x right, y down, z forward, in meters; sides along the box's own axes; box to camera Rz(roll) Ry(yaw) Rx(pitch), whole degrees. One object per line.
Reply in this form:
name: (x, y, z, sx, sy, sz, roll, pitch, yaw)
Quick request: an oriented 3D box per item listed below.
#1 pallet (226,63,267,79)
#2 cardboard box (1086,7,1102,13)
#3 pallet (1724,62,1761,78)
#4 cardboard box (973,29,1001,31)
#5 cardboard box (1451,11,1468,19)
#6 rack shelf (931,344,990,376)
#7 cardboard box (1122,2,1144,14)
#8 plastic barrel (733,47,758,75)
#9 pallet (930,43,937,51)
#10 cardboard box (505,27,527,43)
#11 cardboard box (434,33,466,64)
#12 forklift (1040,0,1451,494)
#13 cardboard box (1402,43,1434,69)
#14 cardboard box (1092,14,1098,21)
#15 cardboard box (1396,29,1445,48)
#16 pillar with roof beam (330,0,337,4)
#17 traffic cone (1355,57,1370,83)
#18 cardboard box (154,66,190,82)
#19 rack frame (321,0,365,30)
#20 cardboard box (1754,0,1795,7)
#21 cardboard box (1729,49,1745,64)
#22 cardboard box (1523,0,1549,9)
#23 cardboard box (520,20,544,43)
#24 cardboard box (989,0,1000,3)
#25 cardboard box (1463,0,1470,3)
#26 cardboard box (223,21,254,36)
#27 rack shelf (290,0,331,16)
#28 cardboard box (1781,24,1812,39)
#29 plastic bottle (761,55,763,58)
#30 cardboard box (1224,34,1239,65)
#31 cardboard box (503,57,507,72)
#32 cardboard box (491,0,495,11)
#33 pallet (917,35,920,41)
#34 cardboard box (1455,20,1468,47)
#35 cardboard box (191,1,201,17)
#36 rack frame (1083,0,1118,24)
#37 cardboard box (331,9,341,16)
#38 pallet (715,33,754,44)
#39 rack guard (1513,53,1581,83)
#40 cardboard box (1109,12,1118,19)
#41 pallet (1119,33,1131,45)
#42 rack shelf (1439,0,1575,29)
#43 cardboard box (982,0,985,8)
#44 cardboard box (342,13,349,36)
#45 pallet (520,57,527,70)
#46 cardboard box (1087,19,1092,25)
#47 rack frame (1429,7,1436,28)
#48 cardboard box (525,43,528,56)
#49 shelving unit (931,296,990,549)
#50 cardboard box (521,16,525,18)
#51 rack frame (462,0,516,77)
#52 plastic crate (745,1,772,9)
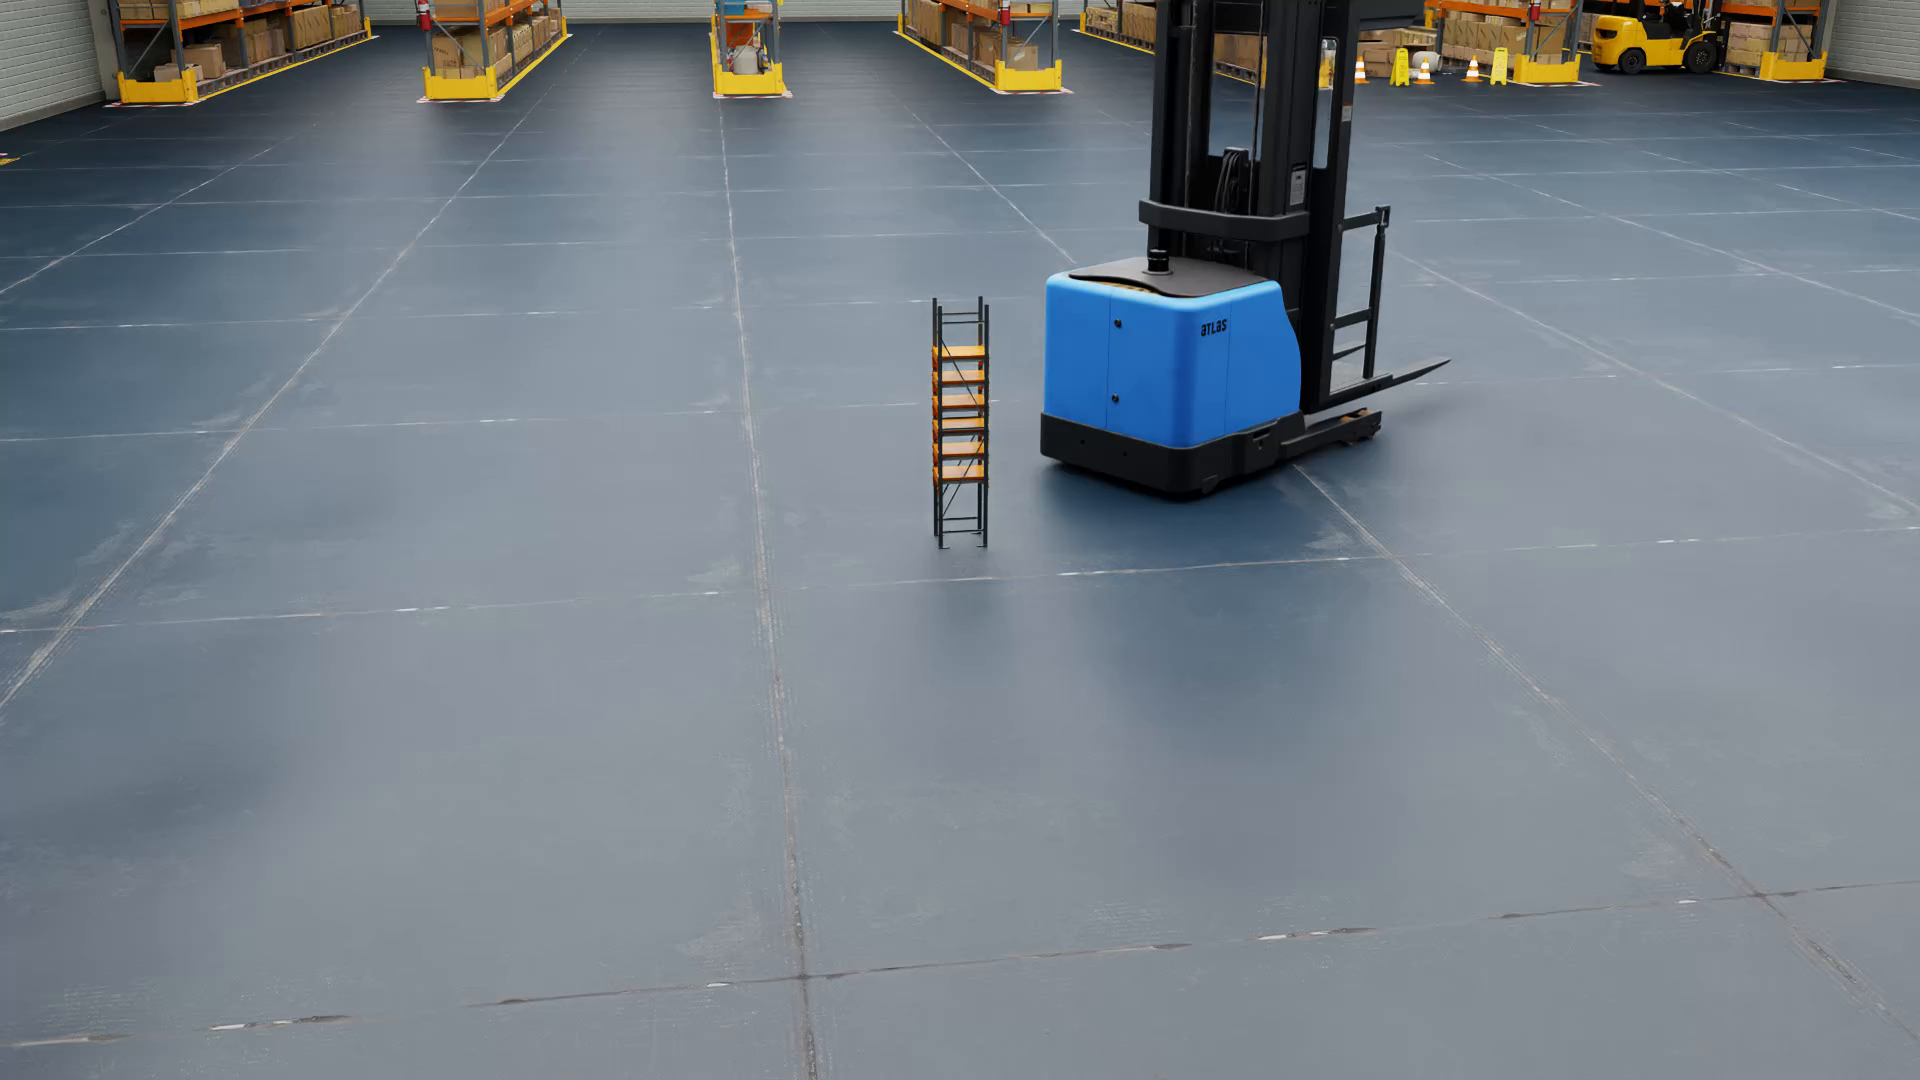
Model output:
pallet: (-14.156, -9.121, 32.337, 1.003, 0.211, 1.213, -3, 21, -8)
cardboard box: (3.595, -14.219, 44.624, 0.380, 0.149, 0.250, -4, 21, -10)
pallet: (15.805, -9.231, 32.629, 1.003, 0.211, 1.213, -3, 21, -8)
cardboard box: (0.545, -10.323, 34.511, 0.700, 0.500, 0.500, -3, 21, -8)
cardboard box: (10.246, -10.707, 33.928, 0.380, 0.149, 0.250, -3, 21, -7)
rack shelf: (0.002, -0.853, 7.882, 0.258, 0.103, 0.180, -3, 21, -8)
cardboard box: (4.277, -13.001, 40.638, 0.500, 0.250, 0.500, -4, 21, -10)
plastic barrel: (-3.832, -8.528, 29.718, 0.421, 0.512, 0.421, 0, 20, 0)
pallet: (-0.126, -11.685, 39.199, 1.003, 0.211, 1.213, -3, 21, -8)
cardboard box: (-9.247, -10.442, 34.416, 0.500, 0.311, 0.500, -3, 21, -8)
cardboard box: (-9.095, -8.801, 29.750, 0.500, 0.500, 0.500, -3, 21, -8)
forklift: (1.849, -2.040, 9.488, 3.031, 2.935, 1.130, -19, 28, -41)
cardboard box: (9.277, -9.798, 33.732, 0.500, 0.500, 0.500, 12, 24, 30)
cardboard box: (3.713, -13.812, 43.958, 0.380, 0.149, 0.250, -2, 21, -6)
cardboard box: (10.182, -11.044, 36.654, 0.950, 0.372, 0.625, -2, 21, -6)
pillar with roof beam: (-12.757, -18.232, 44.169, 9.100, 9.000, 0.400, -3, 21, -8)
traffic cone: (7.491, -8.805, 31.130, 0.336, 0.463, 0.334, -3, 21, -8)
cardboard box: (-13.476, -7.964, 28.466, 0.500, 0.311, 0.500, -5, 21, -14)
rack frame: (-15.772, -14.313, 42.251, 1.000, 3.000, 0.127, -3, 21, -8)
cardboard box: (15.626, -10.478, 31.841, 0.500, 0.500, 0.500, -3, 21, -9)
cardboard box: (15.514, -9.502, 32.701, 0.500, 0.250, 0.500, -3, 21, -8)
cardboard box: (10.780, -10.024, 31.126, 0.380, 0.149, 0.250, -2, 21, -6)
cardboard box: (-9.729, -11.537, 37.762, 0.500, 0.500, 0.500, -4, 21, -10)
cardboard box: (0.996, -10.068, 30.317, 0.875, 0.500, 0.500, -3, 21, -8)
cardboard box: (10.355, -10.902, 33.477, 0.380, 0.149, 0.250, -2, 21, -6)
cardboard box: (-14.310, -10.131, 32.926, 0.500, 0.250, 0.500, -4, 21, -9)
rack shelf: (-14.907, -11.899, 36.815, 1.077, 0.370, 4.000, -3, 21, -8)
cardboard box: (16.075, -9.827, 32.141, 0.500, 0.250, 0.500, -3, 21, -9)
plastic bottle: (-3.708, -9.068, 31.478, 0.097, 0.271, 0.097, 0, 20, 0)
cardboard box: (5.741, -9.791, 32.581, 0.875, 0.875, 0.875, -3, 21, -7)
cardboard box: (-8.709, -8.823, 30.880, 0.500, 0.250, 0.500, -3, 21, -8)
cardboard box: (-8.920, -9.947, 30.418, 0.700, 0.500, 0.500, -3, 21, -7)
pallet: (-0.523, -12.639, 41.753, 1.003, 0.211, 1.213, -3, 21, -8)
cardboard box: (10.376, -10.265, 33.670, 0.500, 0.500, 0.500, -2, 21, -6)
cardboard box: (-13.311, -9.077, 28.416, 0.500, 0.250, 0.500, -4, 21, -9)
rack frame: (3.856, -15.278, 44.834, 1.000, 3.000, 0.127, -3, 21, -8)
cardboard box: (-15.070, -12.650, 39.843, 0.380, 0.149, 0.250, -2, 21, -6)
pallet: (-5.536, -12.374, 41.045, 1.003, 0.211, 1.213, -3, 21, -8)
rack guard: (11.035, -8.878, 31.272, 1.175, 0.500, 0.348, -3, 21, -8)
cardboard box: (4.004, -13.315, 42.203, 0.380, 0.149, 0.250, -3, 21, -8)
pallet: (4.546, -12.317, 40.892, 1.003, 0.211, 1.213, -3, 21, -8)
rack shelf: (10.757, -10.378, 32.744, 1.077, 0.370, 4.000, -3, 21, -8)
cardboard box: (0.625, -10.182, 31.549, 0.380, 0.149, 0.250, -3, 21, -8)
cardboard box: (-15.343, -12.570, 40.556, 0.700, 0.500, 0.500, -2, 21, -6)
pallet: (-9.465, -9.780, 34.099, 1.003, 0.211, 1.213, -3, 21, -8)
cardboard box: (3.614, -13.941, 44.730, 0.380, 0.149, 0.250, -2, 21, -7)
rack frame: (13.651, -15.814, 46.270, 1.000, 3.000, 0.127, -3, 21, -8)
cardboard box: (-9.253, -10.181, 34.516, 0.500, 0.250, 0.500, -2, 21, -7)
shelving unit: (0.002, -0.557, 7.993, 0.258, 1.200, 0.189, -3, 21, -8)
cardboard box: (-10.465, -12.035, 39.095, 0.500, 0.500, 0.500, -4, 21, -10)
rack frame: (-9.141, -10.409, 31.800, 1.000, 3.000, 0.127, -3, 21, -8)
plastic crate: (-3.754, -9.985, 31.040, 0.530, 0.136, 0.437, -3, 21, -8)
